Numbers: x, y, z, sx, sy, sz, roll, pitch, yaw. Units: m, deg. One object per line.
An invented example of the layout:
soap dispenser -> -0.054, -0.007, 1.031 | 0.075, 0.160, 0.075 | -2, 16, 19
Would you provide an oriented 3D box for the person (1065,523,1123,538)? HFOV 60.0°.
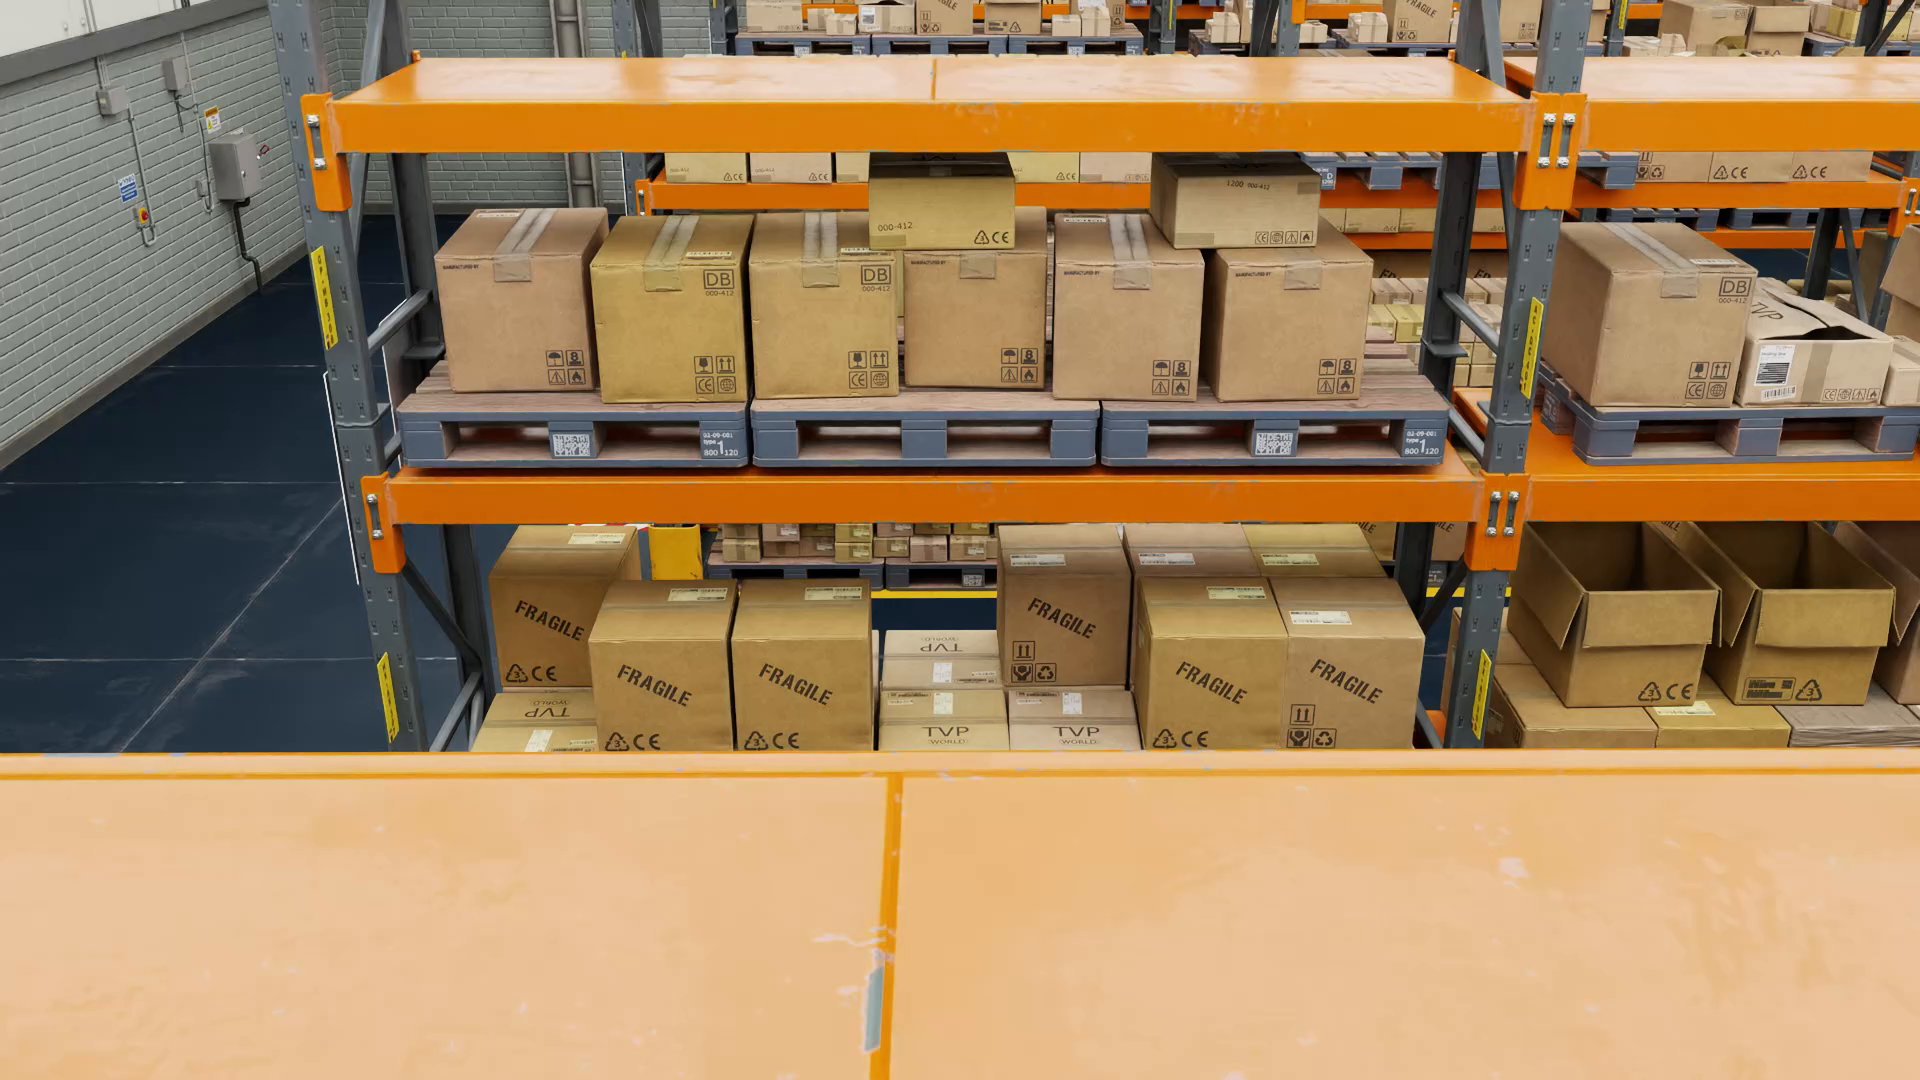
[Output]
person -> 0.841, -0.047, 10.208 | 0.389, 1.759, 0.540 | 0, 24, 1
